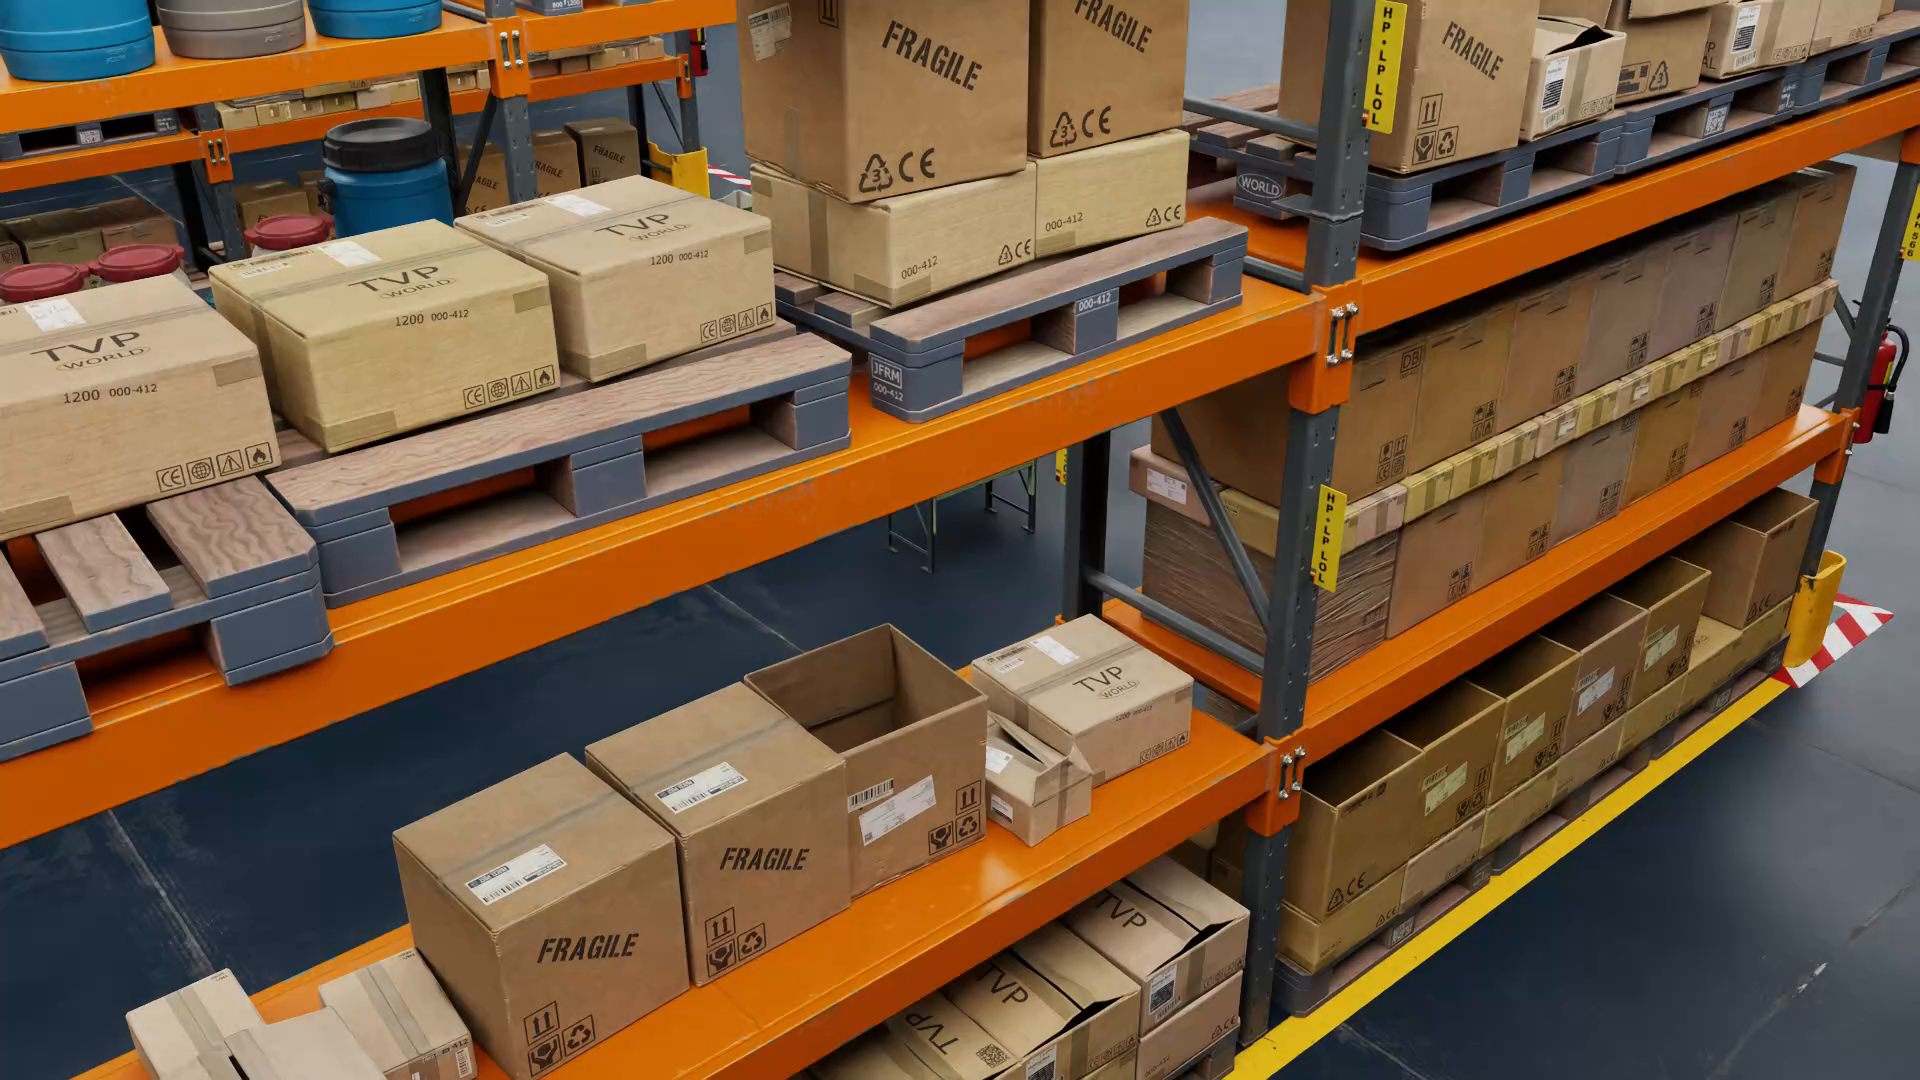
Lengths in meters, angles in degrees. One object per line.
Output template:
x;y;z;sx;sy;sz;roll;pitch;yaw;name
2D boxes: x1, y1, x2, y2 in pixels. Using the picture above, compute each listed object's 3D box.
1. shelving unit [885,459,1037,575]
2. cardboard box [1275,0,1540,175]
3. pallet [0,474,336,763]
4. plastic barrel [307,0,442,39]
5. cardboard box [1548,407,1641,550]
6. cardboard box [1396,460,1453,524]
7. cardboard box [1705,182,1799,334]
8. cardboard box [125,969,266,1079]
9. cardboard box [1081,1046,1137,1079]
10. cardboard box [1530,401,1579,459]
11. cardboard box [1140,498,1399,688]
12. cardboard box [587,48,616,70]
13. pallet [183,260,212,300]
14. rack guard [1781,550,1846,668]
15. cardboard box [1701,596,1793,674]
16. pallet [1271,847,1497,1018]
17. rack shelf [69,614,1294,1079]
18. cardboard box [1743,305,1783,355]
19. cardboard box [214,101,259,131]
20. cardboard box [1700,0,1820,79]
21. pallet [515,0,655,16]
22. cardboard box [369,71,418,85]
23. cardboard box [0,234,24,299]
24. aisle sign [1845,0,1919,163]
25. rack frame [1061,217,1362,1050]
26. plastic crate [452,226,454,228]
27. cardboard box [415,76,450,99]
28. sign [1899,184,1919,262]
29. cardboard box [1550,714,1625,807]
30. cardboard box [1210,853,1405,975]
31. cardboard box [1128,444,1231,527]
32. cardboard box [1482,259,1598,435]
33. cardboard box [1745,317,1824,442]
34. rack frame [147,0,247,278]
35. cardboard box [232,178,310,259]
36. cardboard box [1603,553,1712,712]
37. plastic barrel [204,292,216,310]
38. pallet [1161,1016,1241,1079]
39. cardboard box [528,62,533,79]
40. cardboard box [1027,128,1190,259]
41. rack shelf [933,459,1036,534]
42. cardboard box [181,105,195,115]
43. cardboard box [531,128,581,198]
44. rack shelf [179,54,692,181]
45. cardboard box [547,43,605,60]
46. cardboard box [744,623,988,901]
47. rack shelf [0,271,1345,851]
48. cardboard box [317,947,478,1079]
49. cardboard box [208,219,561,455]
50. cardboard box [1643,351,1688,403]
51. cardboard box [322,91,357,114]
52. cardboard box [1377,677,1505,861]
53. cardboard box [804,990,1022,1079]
0.005;-0.664;8.900;0.755;1.500;0.431;-22;35;-35;shelving unit
1.283;-1.393;4.791;0.500;0.500;0.500;-19;33;-31;cardboard box
-1.856;0.025;3.038;1.003;0.211;1.213;-20;34;-33;pallet
-2.730;-2.807;7.606;0.708;0.901;0.600;-22;35;-35;plastic barrel
2.232;-0.374;6.661;0.500;0.500;0.700;-21;34;-33;cardboard box
1.445;-0.219;5.682;0.250;0.149;0.380;-23;36;-36;cardboard box
2.971;-1.242;6.909;0.500;0.500;0.700;-23;36;-36;cardboard box
-1.810;1.241;4.012;0.250;0.149;0.380;-22;35;-35;cardboard box
0.215;1.693;5.371;0.500;0.250;0.500;-23;35;-36;cardboard box
2.036;-0.458;6.130;0.250;0.149;0.380;-23;36;-36;cardboard box
1.062;0.099;5.777;0.500;0.500;0.700;-23;36;-36;cardboard box
-3.086;-4.053;13.918;0.250;0.149;0.380;-22;35;-35;cardboard box
-6.290;-1.804;12.401;1.213;0.211;1.003;-22;35;-35;pallet
3.790;0.152;8.435;0.348;0.500;1.175;-22;35;-35;rack guard
3.555;0.355;7.876;0.500;0.250;0.500;-22;35;-35;cardboard box
1.361;1.282;6.626;1.213;0.211;1.003;-22;35;-35;pallet
-0.793;1.210;4.567;4.000;0.370;1.077;-22;35;-35;rack shelf
3.212;-0.929;7.011;0.250;0.149;0.380;-22;35;-36;cardboard box
-5.340;-3.119;12.171;0.250;0.149;0.380;-22;35;-35;cardboard box
2.644;-1.856;5.859;0.500;0.311;0.500;-17;33;-29;cardboard box
-1.998;-2.992;8.684;1.003;0.211;1.213;-22;35;-35;pallet
-4.598;-3.893;12.930;0.500;0.500;0.875;-22;35;-35;cardboard box
-6.980;-1.873;11.758;0.700;0.500;0.500;25;37;38;cardboard box
4.012;-2.004;7.060;0.004;0.787;0.394;-22;35;-35;aisle sign
0.728;0.281;5.542;0.127;3.000;1.000;-22;35;-35;rack frame
-2.653;-1.267;8.370;0.583;0.464;0.402;-22;35;-35;plastic crate
-4.207;-3.583;13.039;0.250;0.149;0.380;-22;35;-35;cardboard box
4.113;-1.359;7.131;0.005;0.325;0.100;-22;35;-35;sign
2.422;0.818;7.009;0.500;0.250;0.500;-22;35;-35;cardboard box
1.278;1.275;6.153;0.500;0.250;0.500;-22;35;-35;cardboard box
0.796;-0.209;5.665;0.250;0.149;0.380;-22;35;-35;cardboard box
1.827;-0.781;6.047;0.500;0.500;0.700;-22;35;-35;cardboard box
3.408;-0.849;7.550;0.500;0.500;0.700;-22;35;-35;cardboard box
-5.698;-3.272;12.191;0.127;3.000;1.000;-22;35;-35;rack frame
-5.368;-2.463;12.883;0.500;0.500;0.500;-23;36;-36;cardboard box
2.805;0.336;7.115;0.500;0.500;0.500;-22;35;-35;cardboard box
-3.590;-1.086;8.245;0.301;0.262;0.301;0;28;0;plastic barrel
0.193;1.750;5.751;1.213;0.211;1.003;-22;35;-35;pallet
-3.678;-3.836;13.511;0.250;0.149;0.380;-22;35;-35;cardboard box
0.254;-0.976;4.425;0.500;0.250;0.500;-18;33;-30;cardboard box
0.005;-0.376;9.054;0.720;0.370;0.431;-22;35;-35;rack shelf
-5.726;-3.333;12.570;0.250;0.149;0.380;-22;35;-35;cardboard box
-3.574;-3.199;14.259;0.500;0.500;0.500;-13;31;-22;cardboard box
-4.177;-3.567;13.505;4.000;0.370;1.077;-22;35;-35;rack shelf
-3.394;-4.317;13.724;0.500;0.500;0.875;-22;35;-35;cardboard box
-0.267;0.627;4.788;0.500;0.500;0.500;-19;34;-31;cardboard box
-0.793;-0.113;3.860;4.000;0.370;1.077;-22;35;-35;rack shelf
-1.381;1.205;4.079;0.250;0.149;0.380;-19;34;-31;cardboard box
-1.176;-0.434;3.411;0.500;0.250;0.500;-23;36;-36;cardboard box
2.620;-0.691;6.567;0.250;0.149;0.380;-21;34;-34;cardboard box
-4.785;-3.358;12.617;0.250;0.149;0.380;-22;35;-35;cardboard box
1.660;0.792;6.261;0.500;0.500;0.500;-22;35;-35;cardboard box
-0.166;1.601;4.949;0.500;0.311;0.500;-22;35;-35;cardboard box
